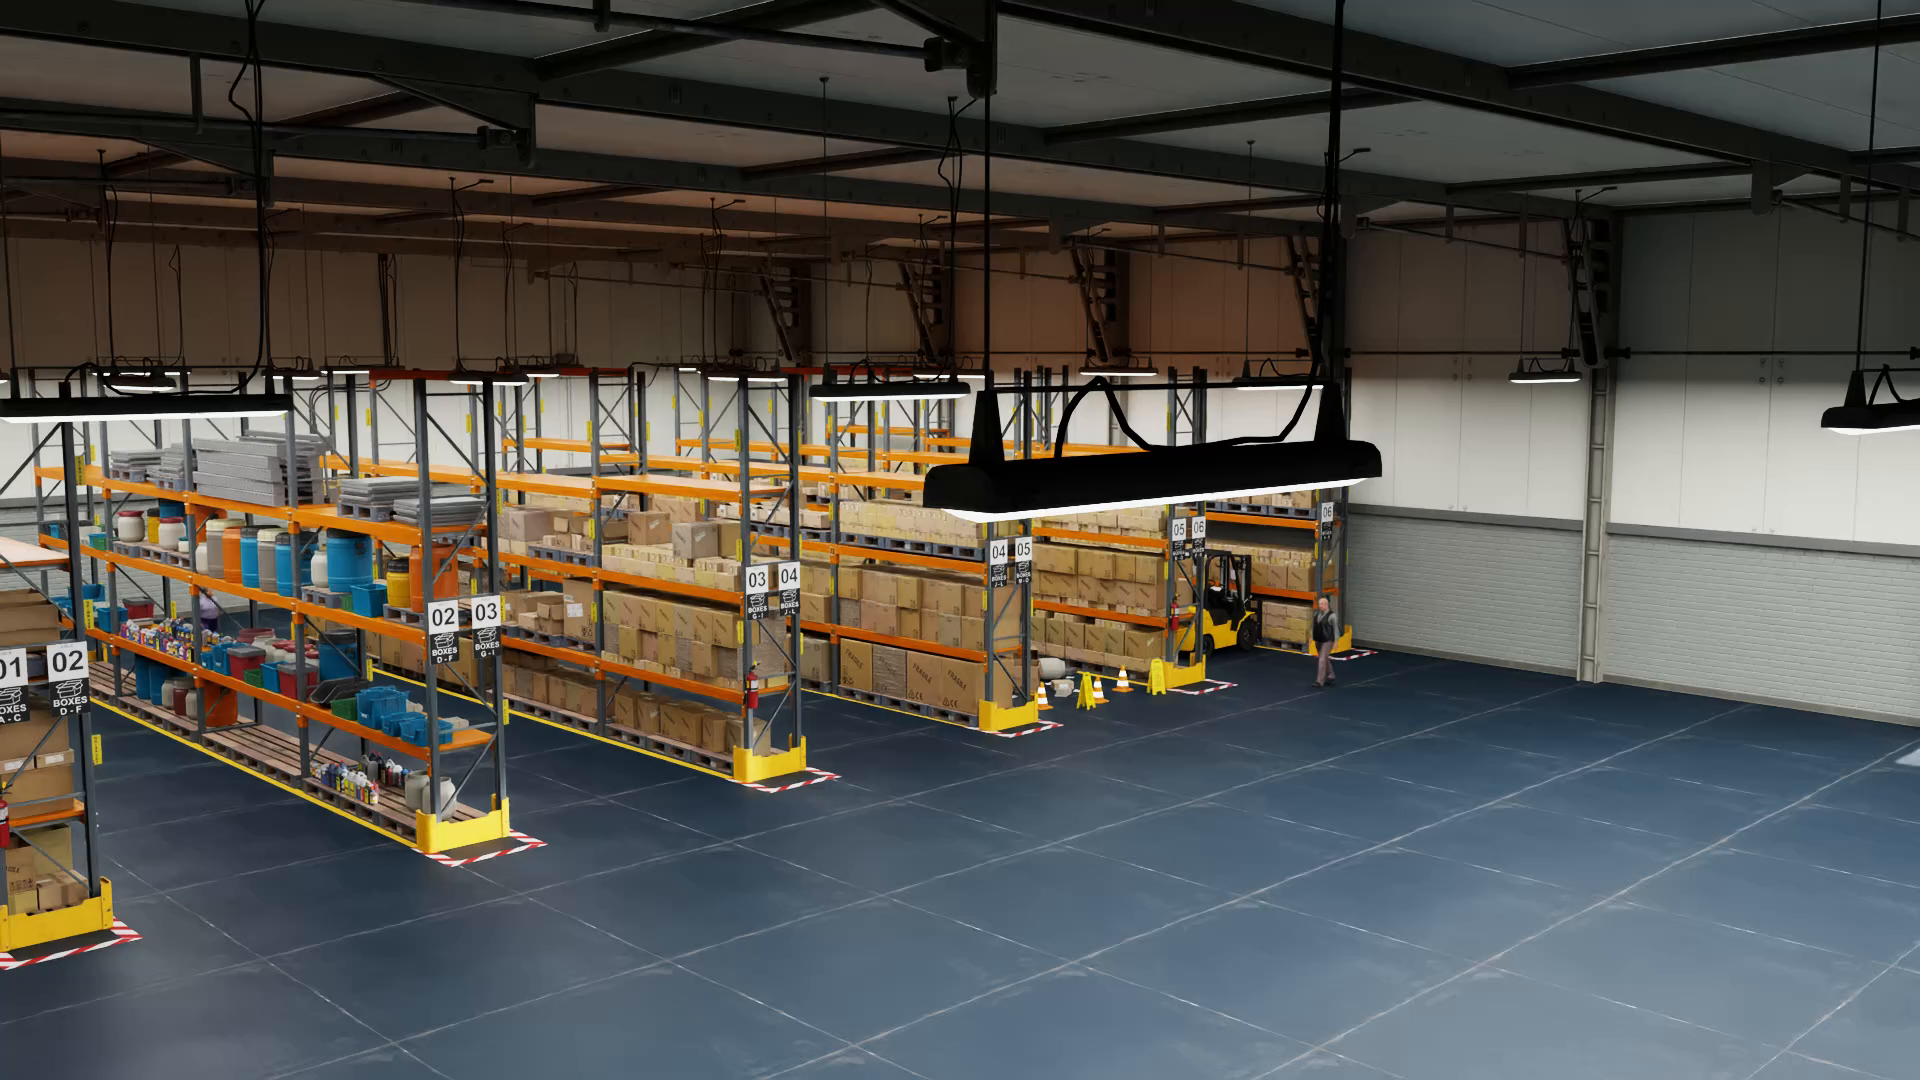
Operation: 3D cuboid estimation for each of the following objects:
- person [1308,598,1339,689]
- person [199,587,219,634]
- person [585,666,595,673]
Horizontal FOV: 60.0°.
[{"bbox_3d":[6.855,1.942,31.512,0.899,1.690,0.538,-4,8,-32],"label":"person"},{"bbox_3d":[-15.382,1.699,33.949,0.857,1.588,0.479,6,9,43],"label":"person"},{"bbox_3d":[-7.003,1.900,31.786,0.765,1.762,0.566,5,8,36],"label":"person"}]
